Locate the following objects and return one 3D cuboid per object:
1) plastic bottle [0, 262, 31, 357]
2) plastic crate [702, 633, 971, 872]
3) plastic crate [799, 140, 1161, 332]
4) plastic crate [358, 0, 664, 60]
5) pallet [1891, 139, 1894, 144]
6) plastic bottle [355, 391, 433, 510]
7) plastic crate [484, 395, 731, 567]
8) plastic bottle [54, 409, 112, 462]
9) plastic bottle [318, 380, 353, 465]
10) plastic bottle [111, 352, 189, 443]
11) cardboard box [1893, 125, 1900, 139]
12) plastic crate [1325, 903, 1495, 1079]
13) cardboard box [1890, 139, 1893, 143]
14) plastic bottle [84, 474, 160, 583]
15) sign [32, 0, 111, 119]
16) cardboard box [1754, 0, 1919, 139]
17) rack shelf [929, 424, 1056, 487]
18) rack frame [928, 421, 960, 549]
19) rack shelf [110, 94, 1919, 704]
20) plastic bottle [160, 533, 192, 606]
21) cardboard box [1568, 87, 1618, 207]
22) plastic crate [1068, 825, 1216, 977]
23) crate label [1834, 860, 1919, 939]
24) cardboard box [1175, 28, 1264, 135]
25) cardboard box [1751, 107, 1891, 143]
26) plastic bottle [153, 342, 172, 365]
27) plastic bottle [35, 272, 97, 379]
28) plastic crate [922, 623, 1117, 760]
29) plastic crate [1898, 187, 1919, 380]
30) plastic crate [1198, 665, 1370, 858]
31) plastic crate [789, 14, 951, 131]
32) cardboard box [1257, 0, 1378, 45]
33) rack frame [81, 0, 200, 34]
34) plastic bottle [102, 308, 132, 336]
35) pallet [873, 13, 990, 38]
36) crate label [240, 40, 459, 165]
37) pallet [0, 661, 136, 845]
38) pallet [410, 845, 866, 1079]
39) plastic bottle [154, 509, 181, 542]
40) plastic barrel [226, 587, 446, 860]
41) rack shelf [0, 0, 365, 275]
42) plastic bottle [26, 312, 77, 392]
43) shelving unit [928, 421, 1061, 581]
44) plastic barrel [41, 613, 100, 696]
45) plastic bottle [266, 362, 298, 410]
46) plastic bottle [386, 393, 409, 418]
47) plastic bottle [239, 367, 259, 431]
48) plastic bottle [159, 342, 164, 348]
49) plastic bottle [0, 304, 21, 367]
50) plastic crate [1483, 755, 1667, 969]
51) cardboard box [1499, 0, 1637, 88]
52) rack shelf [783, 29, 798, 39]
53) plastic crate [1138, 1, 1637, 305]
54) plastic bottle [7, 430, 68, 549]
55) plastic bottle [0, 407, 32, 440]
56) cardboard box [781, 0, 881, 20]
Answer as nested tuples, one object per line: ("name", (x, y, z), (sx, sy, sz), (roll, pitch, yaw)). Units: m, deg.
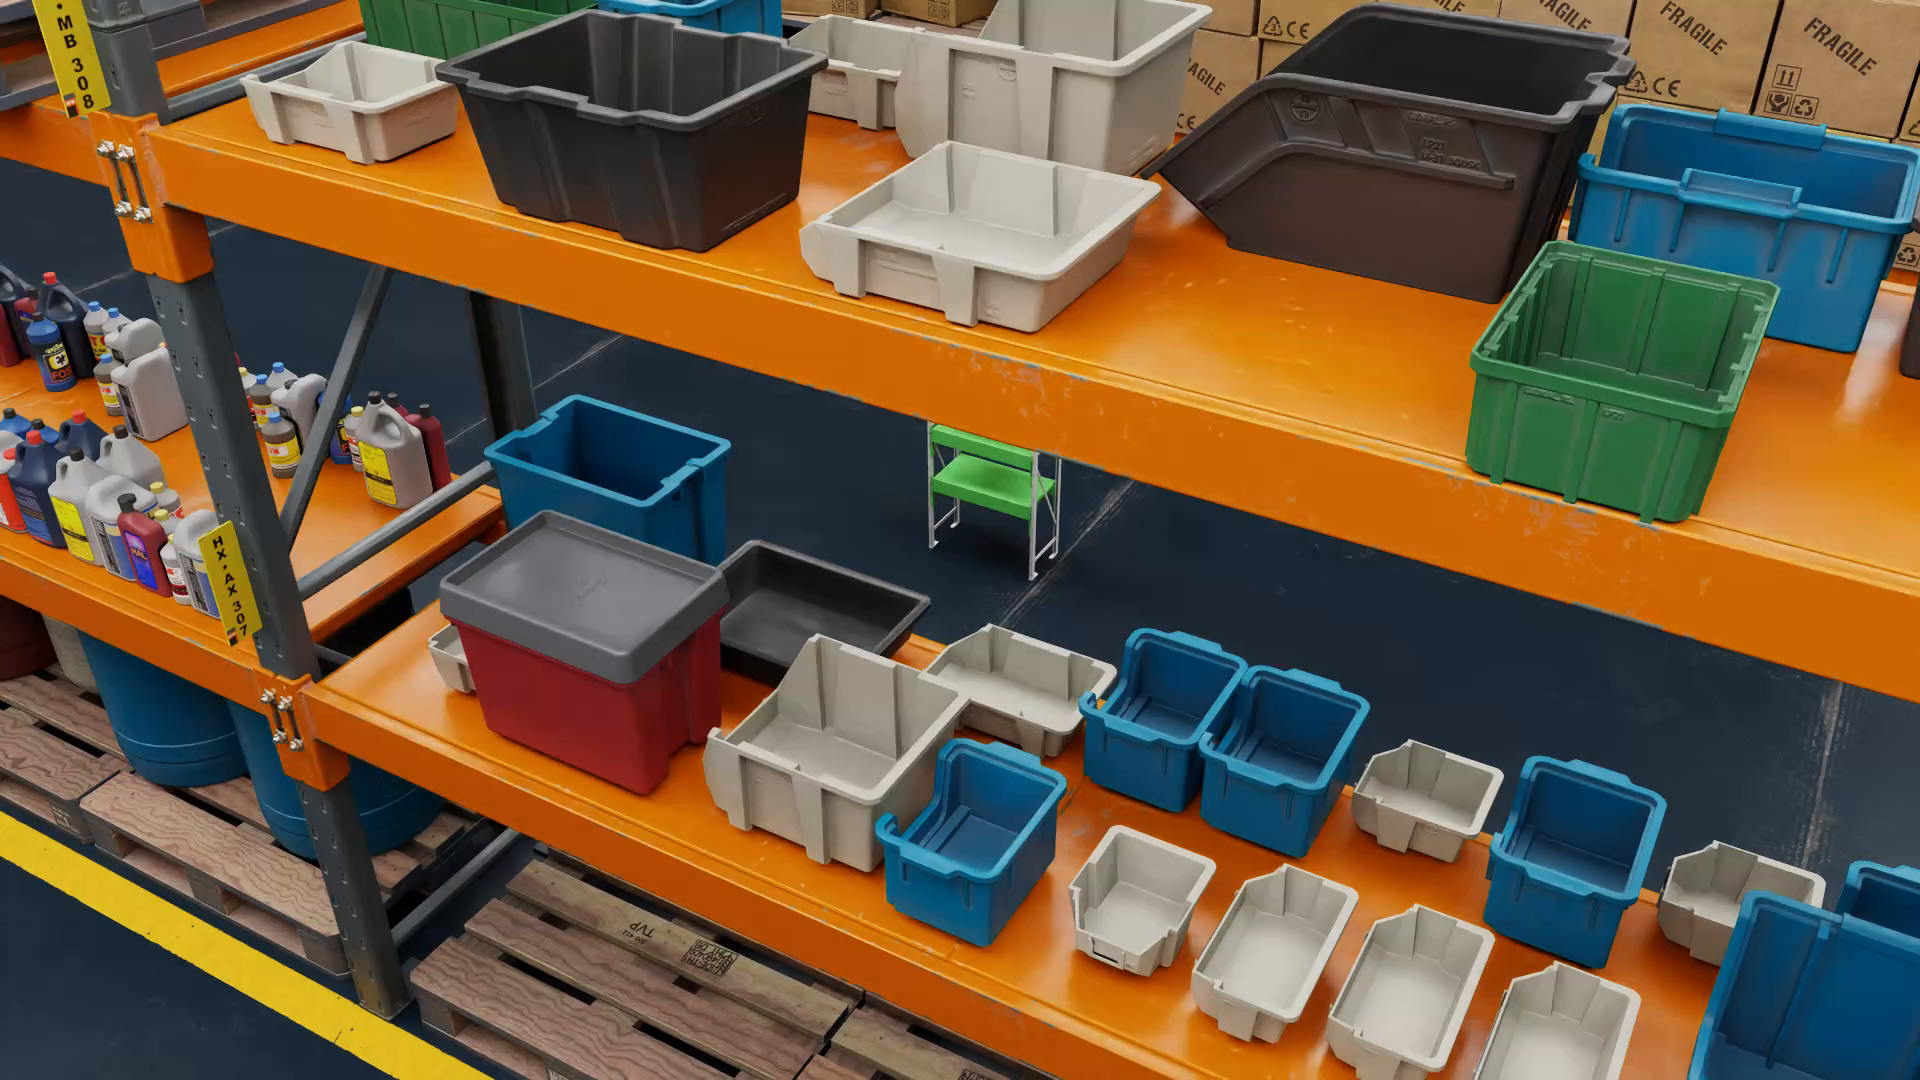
("plastic bottle", (-3.336, -0.834, 5.840), (0.185, 0.351, 0.144), (18, 37, 24))
("plastic crate", (-0.301, 0.495, 3.853), (0.530, 0.282, 0.437), (18, 37, 24))
("plastic crate", (0.020, -0.526, 2.865), (0.530, 0.136, 0.437), (18, 37, 24))
("plastic crate", (-1.018, -1.227, 3.872), (0.662, 0.188, 0.450), (18, 37, 24))
("pallet", (6.120, -2.727, 11.155), (1.213, 0.211, 1.003), (18, 37, 24))
("plastic bottle", (-1.715, -0.282, 5.011), (0.185, 0.351, 0.144), (18, 37, 24))
("plastic crate", (-0.961, -0.092, 4.642), (0.575, 0.384, 0.392), (18, 37, 24))
("plastic bottle", (-2.585, -0.233, 4.938), (0.185, 0.351, 0.144), (18, 37, 24))
("plastic bottle", (-1.952, -0.377, 5.226), (0.097, 0.271, 0.097), (0, 34, 0))
("plastic bottle", (-2.628, -0.479, 5.374), (0.135, 0.276, 0.152), (18, 37, 24))
("cardboard box", (6.196, -2.984, 10.902), (0.500, 0.500, 0.700), (18, 37, 24))
("plastic crate", (0.895, 0.923, 3.342), (0.243, 0.136, 0.396), (18, 37, 24))
("cardboard box", (3.693, -1.751, 7.082), (0.500, 0.500, 0.500), (17, 37, 24))
("plastic bottle", (-2.355, -0.040, 4.715), (0.135, 0.276, 0.152), (18, 37, 24))
("sign", (-1.810, -1.026, 3.370), (0.005, 0.325, 0.100), (18, 37, 24))
("cardboard box", (3.436, -1.907, 6.415), (0.500, 0.500, 0.500), (19, 38, 26))
("rack shelf", (0.144, -0.401, 6.884), (0.480, 0.148, 0.258), (18, 37, 24))
("rack frame", (-0.068, -0.521, 6.950), (0.015, 1.200, 0.240), (18, 37, 24))
("rack shelf", (0.201, -0.437, 3.143), (4.000, 0.370, 1.077), (18, 37, 24))
("plastic bottle", (-2.152, 0.073, 4.613), (0.097, 0.201, 0.097), (0, 34, 0))
("cardboard box", (2.554, -1.774, 7.118), (0.500, 0.500, 0.500), (17, 37, 24))
("plastic crate", (0.375, 0.786, 3.548), (0.250, 0.136, 0.298), (18, 37, 24))
("crate label", (1.886, 0.880, 3.319), (0.303, 0.233, 0.416), (18, 37, 24))
("cardboard box", (1.233, -2.191, 7.744), (0.500, 0.500, 0.500), (19, 38, 26))
("cardboard box", (3.422, -1.496, 6.699), (0.500, 0.500, 0.500), (18, 38, 25))
("plastic bottle", (-2.552, -0.552, 5.484), (0.135, 0.276, 0.152), (18, 37, 24))
("plastic bottle", (-3.059, -0.746, 5.709), (0.185, 0.351, 0.144), (18, 37, 24))
("plastic crate", (0.125, 0.381, 4.156), (0.466, 0.136, 0.293), (18, 37, 24))
("plastic crate", (1.741, -0.372, 2.514), (0.590, 0.269, 0.497), (18, 37, 24))
("plastic crate", (0.743, 0.518, 3.862), (0.300, 0.233, 0.416), (18, 37, 24))
("plastic crate", (-0.242, -1.010, 3.592), (0.466, 0.136, 0.293), (18, 37, 24))
("cardboard box", (1.643, -2.472, 7.264), (0.500, 0.500, 0.500), (16, 37, 23))
("rack frame", (-1.536, -2.535, 2.938), (0.127, 3.000, 1.000), (18, 37, 24))
("plastic bottle", (-2.841, -0.659, 5.649), (0.097, 0.271, 0.097), (0, 34, 0))
("pallet", (0.286, -2.613, 8.641), (1.213, 0.211, 1.003), (18, 37, 24))
("crate label", (-1.254, -0.903, 3.432), (0.466, 0.136, 0.293), (18, 37, 24))
("pallet", (-3.248, 0.555, 6.226), (1.213, 0.211, 1.003), (18, 37, 24))
("pallet", (-0.878, 1.306, 5.098), (1.213, 0.211, 1.003), (18, 37, 24))
("plastic bottle", (-2.238, 0.007, 4.712), (0.097, 0.201, 0.097), (0, 34, 0))
("plastic barrel", (-1.999, 0.503, 5.303), (0.708, 0.901, 0.600), (18, 37, 24))
("rack shelf", (-3.272, -1.537, 4.795), (4.000, 0.370, 1.077), (18, 37, 24))
("plastic bottle", (-3.081, -0.643, 5.625), (0.097, 0.271, 0.097), (0, 34, 0))
("shelving unit", (0.144, -0.454, 6.849), (0.503, 1.200, 0.258), (18, 37, 24))
("plastic barrel", (-3.060, 0.272, 6.001), (0.421, 0.512, 0.421), (0, 34, 0))
("plastic bottle", (-2.153, -0.441, 5.322), (0.097, 0.271, 0.097), (0, 34, 0))
("plastic bottle", (-1.758, -0.332, 5.148), (0.133, 0.283, 0.061), (18, 37, 24))
("plastic bottle", (-2.322, -0.465, 5.422), (0.097, 0.201, 0.097), (0, 34, 0))
("plastic bottle", (-2.639, -0.566, 5.573), (0.097, 0.201, 0.097), (0, 34, 0))
("plastic bottle", (-3.364, -0.749, 5.774), (0.133, 0.283, 0.061), (18, 37, 24))
("plastic crate", (1.315, 0.699, 3.591), (0.300, 0.233, 0.416), (18, 37, 24))
("cardboard box", (2.538, -2.189, 6.838), (0.500, 0.500, 0.500), (19, 38, 26))
("rack shelf", (-0.811, -2.671, 9.204), (4.000, 0.370, 1.077), (18, 37, 24))
("plastic crate", (0.747, -0.713, 2.964), (0.767, 0.338, 0.504), (18, 37, 24))
("plastic bottle", (-2.656, -0.164, 4.834), (0.185, 0.351, 0.144), (18, 37, 24))
("plastic bottle", (-2.864, -0.279, 5.078), (0.097, 0.271, 0.097), (0, 34, 0))
("cardboard box", (-0.639, -3.093, 8.720), (0.500, 0.500, 0.700), (8, 35, 12))
